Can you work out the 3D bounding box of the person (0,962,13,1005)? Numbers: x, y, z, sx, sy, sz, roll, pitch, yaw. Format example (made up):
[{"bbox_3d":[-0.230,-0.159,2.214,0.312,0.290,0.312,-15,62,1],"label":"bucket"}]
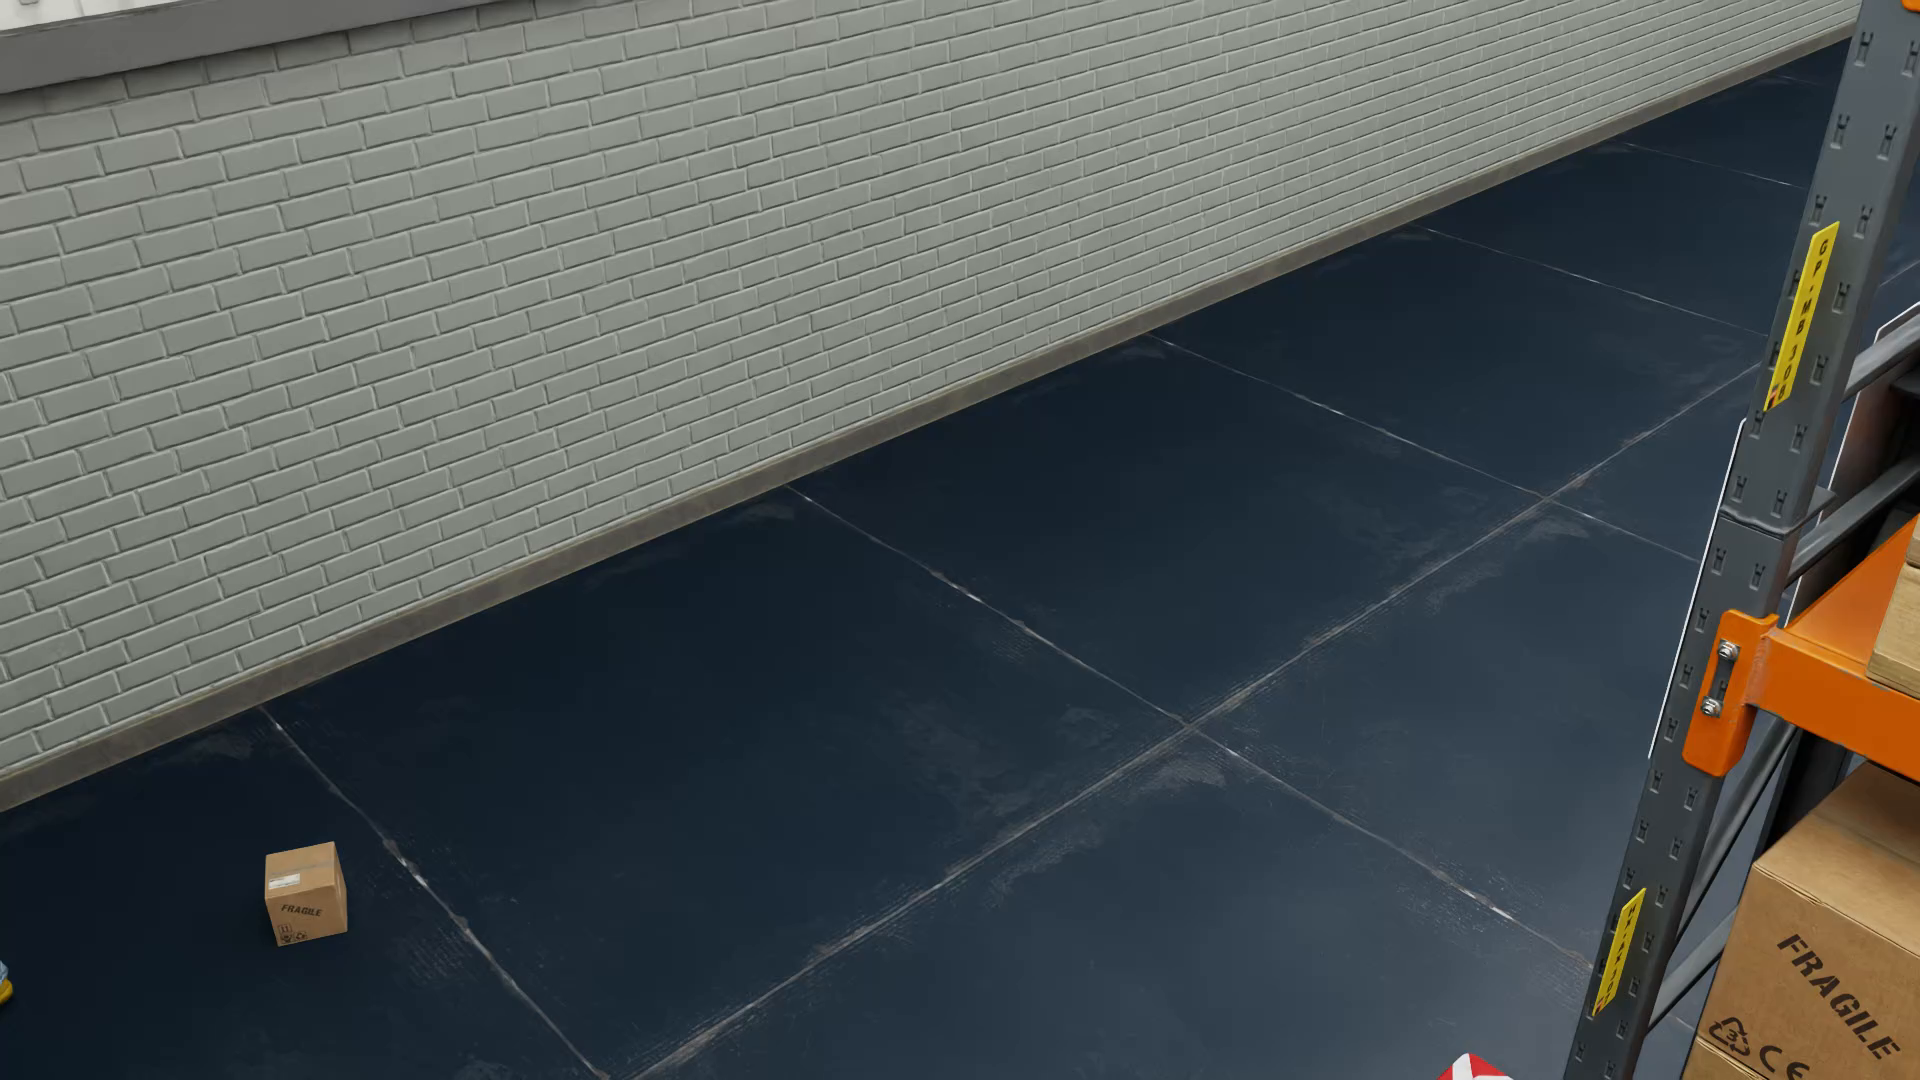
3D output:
[{"bbox_3d":[-3.840,1.052,5.403,0.942,1.726,0.572,-25,40,-35],"label":"person"}]
